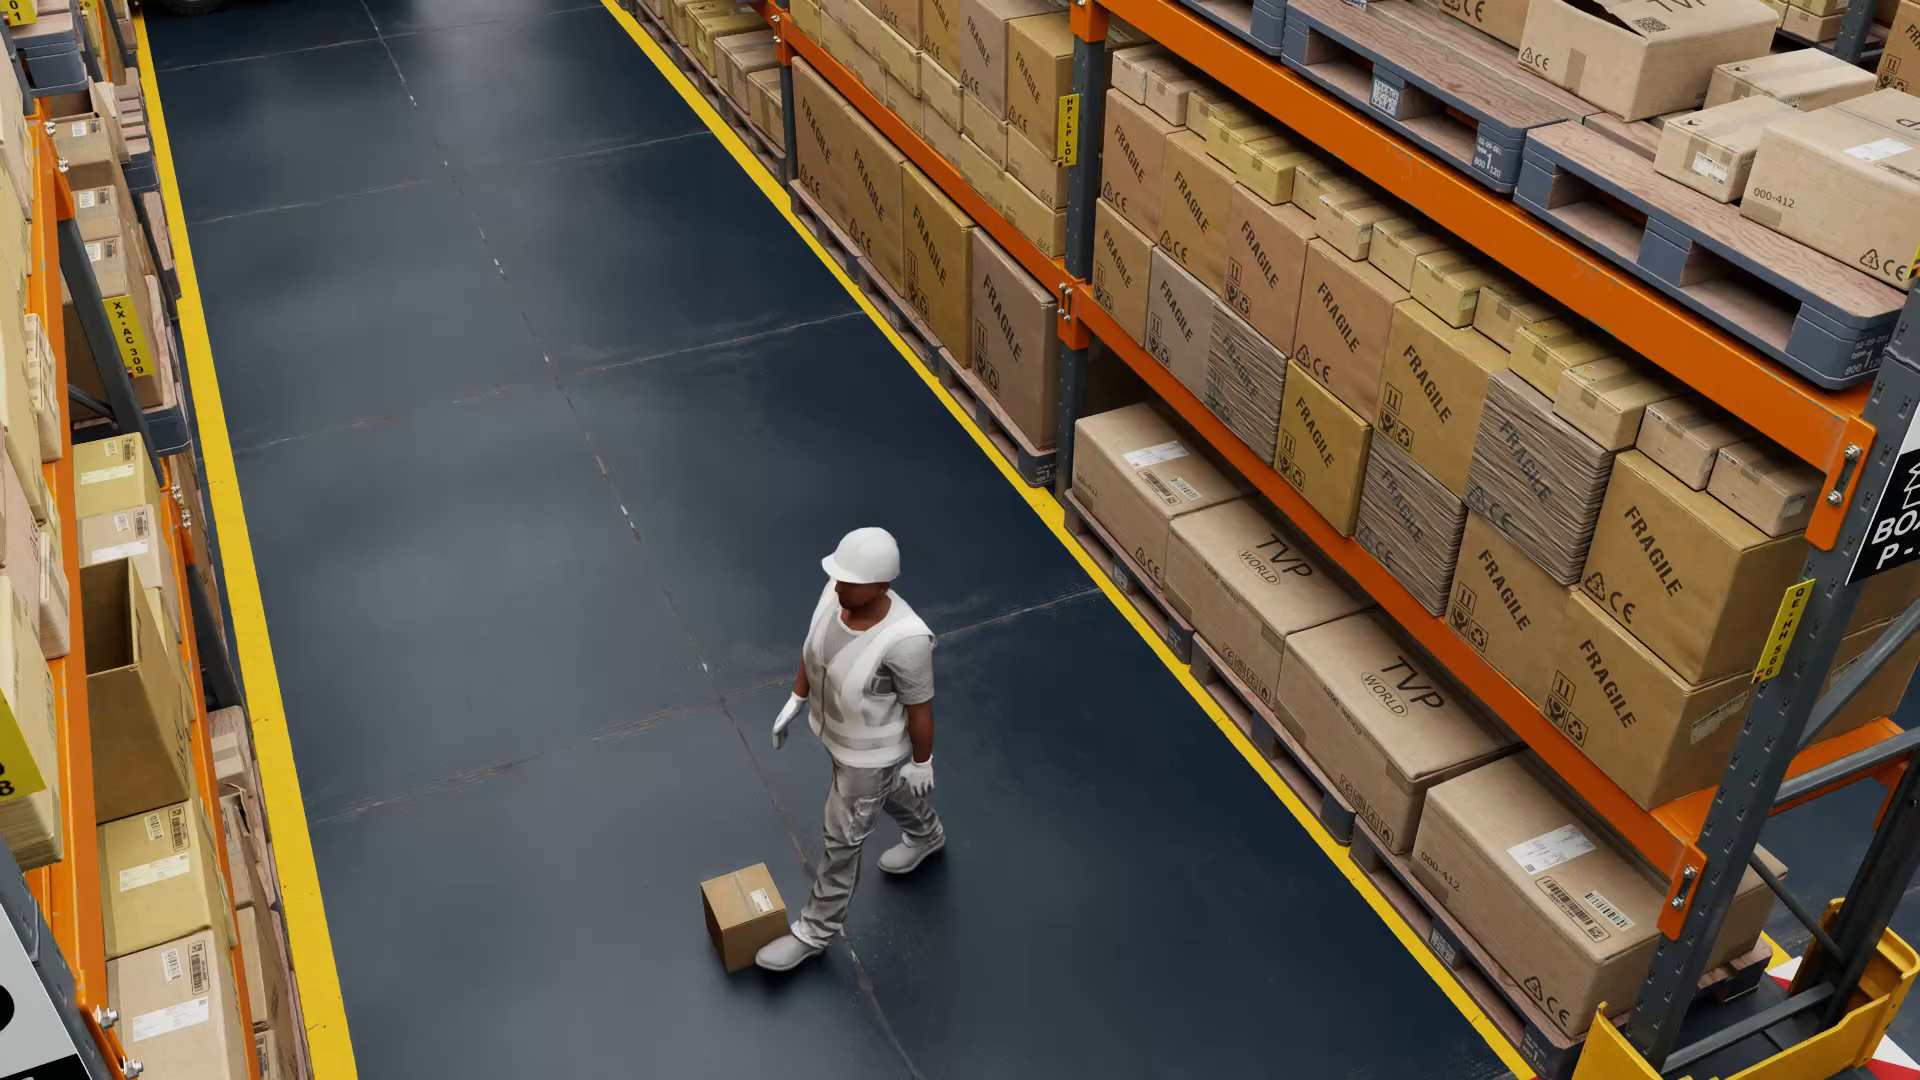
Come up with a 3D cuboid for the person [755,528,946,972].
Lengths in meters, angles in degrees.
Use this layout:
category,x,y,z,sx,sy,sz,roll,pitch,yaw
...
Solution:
category,x,y,z,sx,sy,sz,roll,pitch,yaw
person,-0.424,0.709,5.908,0.934,1.750,0.561,-21,42,-25
